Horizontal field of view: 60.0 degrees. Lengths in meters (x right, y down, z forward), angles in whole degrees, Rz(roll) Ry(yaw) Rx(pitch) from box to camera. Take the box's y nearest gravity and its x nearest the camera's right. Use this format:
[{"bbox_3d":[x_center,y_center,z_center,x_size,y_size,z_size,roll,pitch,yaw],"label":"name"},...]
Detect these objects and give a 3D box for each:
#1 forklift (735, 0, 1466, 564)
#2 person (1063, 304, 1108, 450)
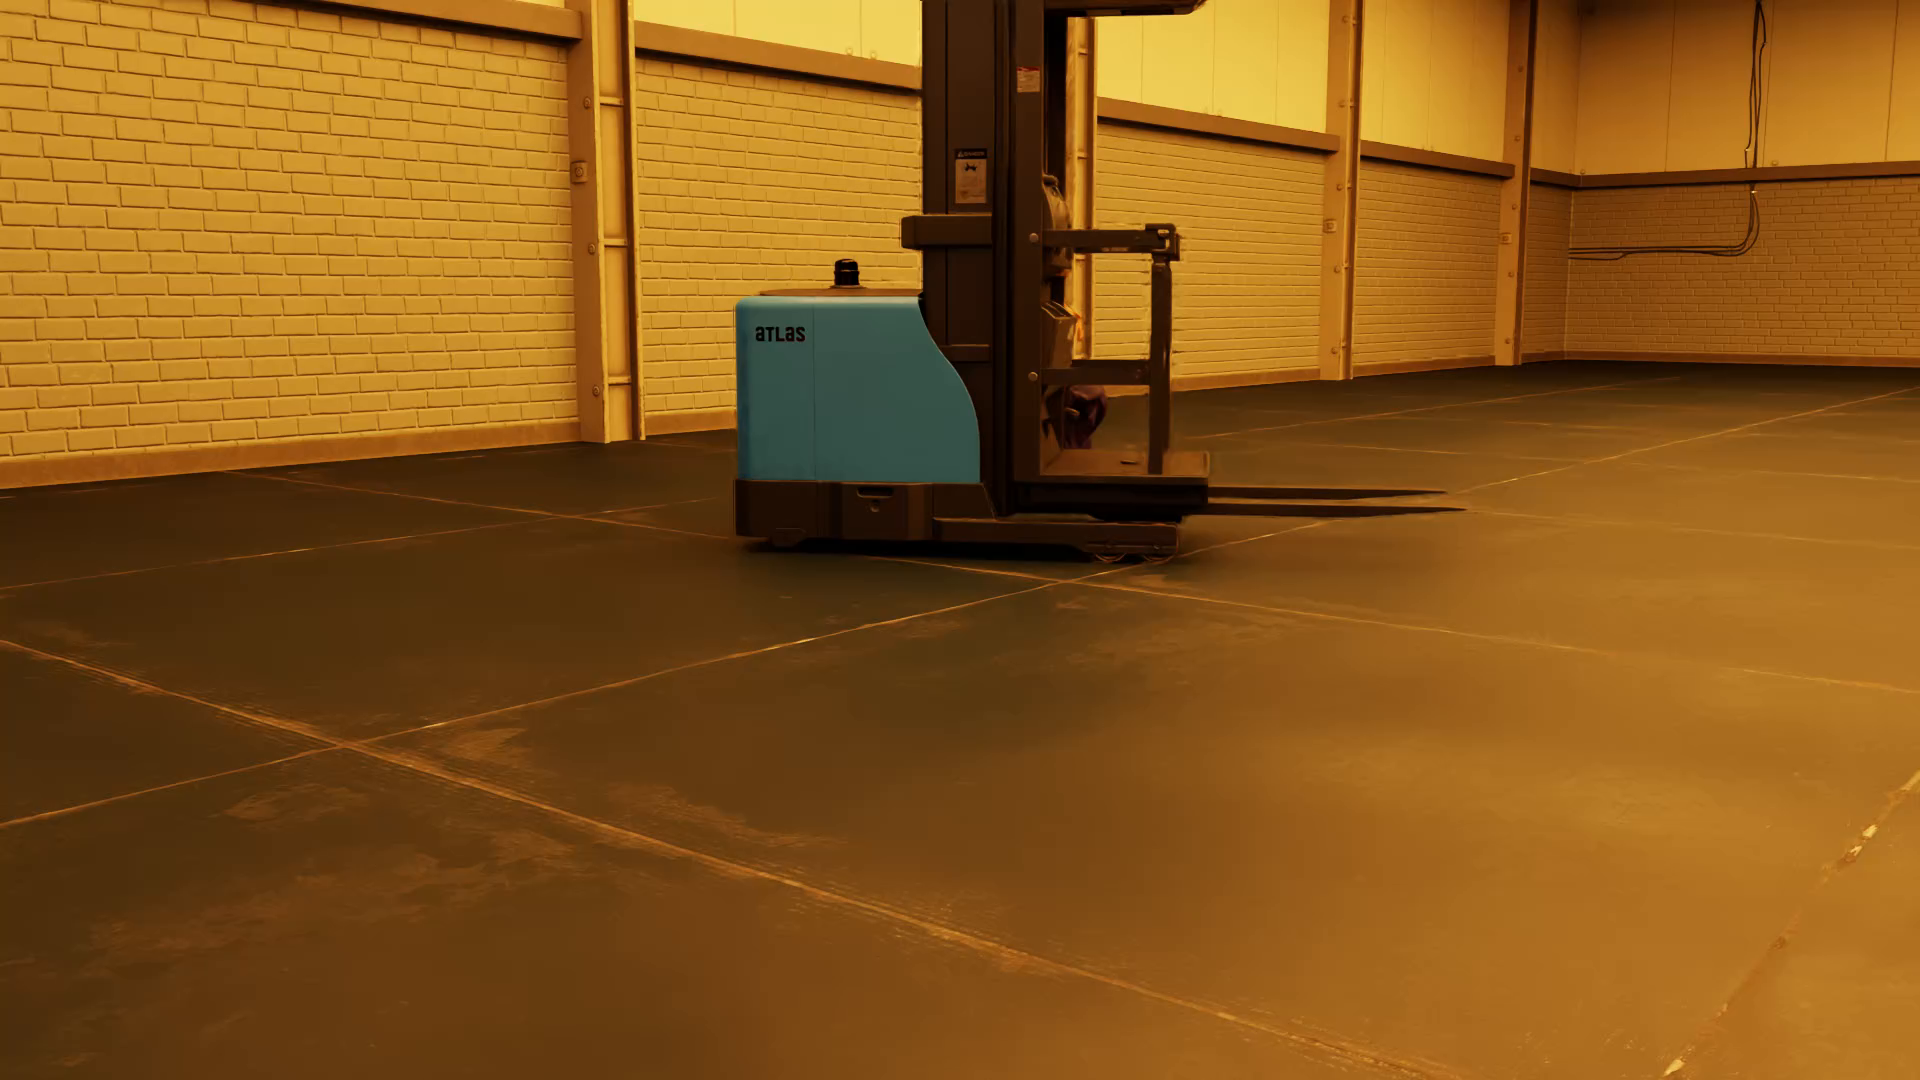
[{"bbox_3d":[0.604,-1.437,7.104,3.031,2.935,1.130,1,8,8],"label":"forklift"},{"bbox_3d":[0.524,-0.904,8.620,0.773,1.427,1.029,-2,8,-11],"label":"person"}]
